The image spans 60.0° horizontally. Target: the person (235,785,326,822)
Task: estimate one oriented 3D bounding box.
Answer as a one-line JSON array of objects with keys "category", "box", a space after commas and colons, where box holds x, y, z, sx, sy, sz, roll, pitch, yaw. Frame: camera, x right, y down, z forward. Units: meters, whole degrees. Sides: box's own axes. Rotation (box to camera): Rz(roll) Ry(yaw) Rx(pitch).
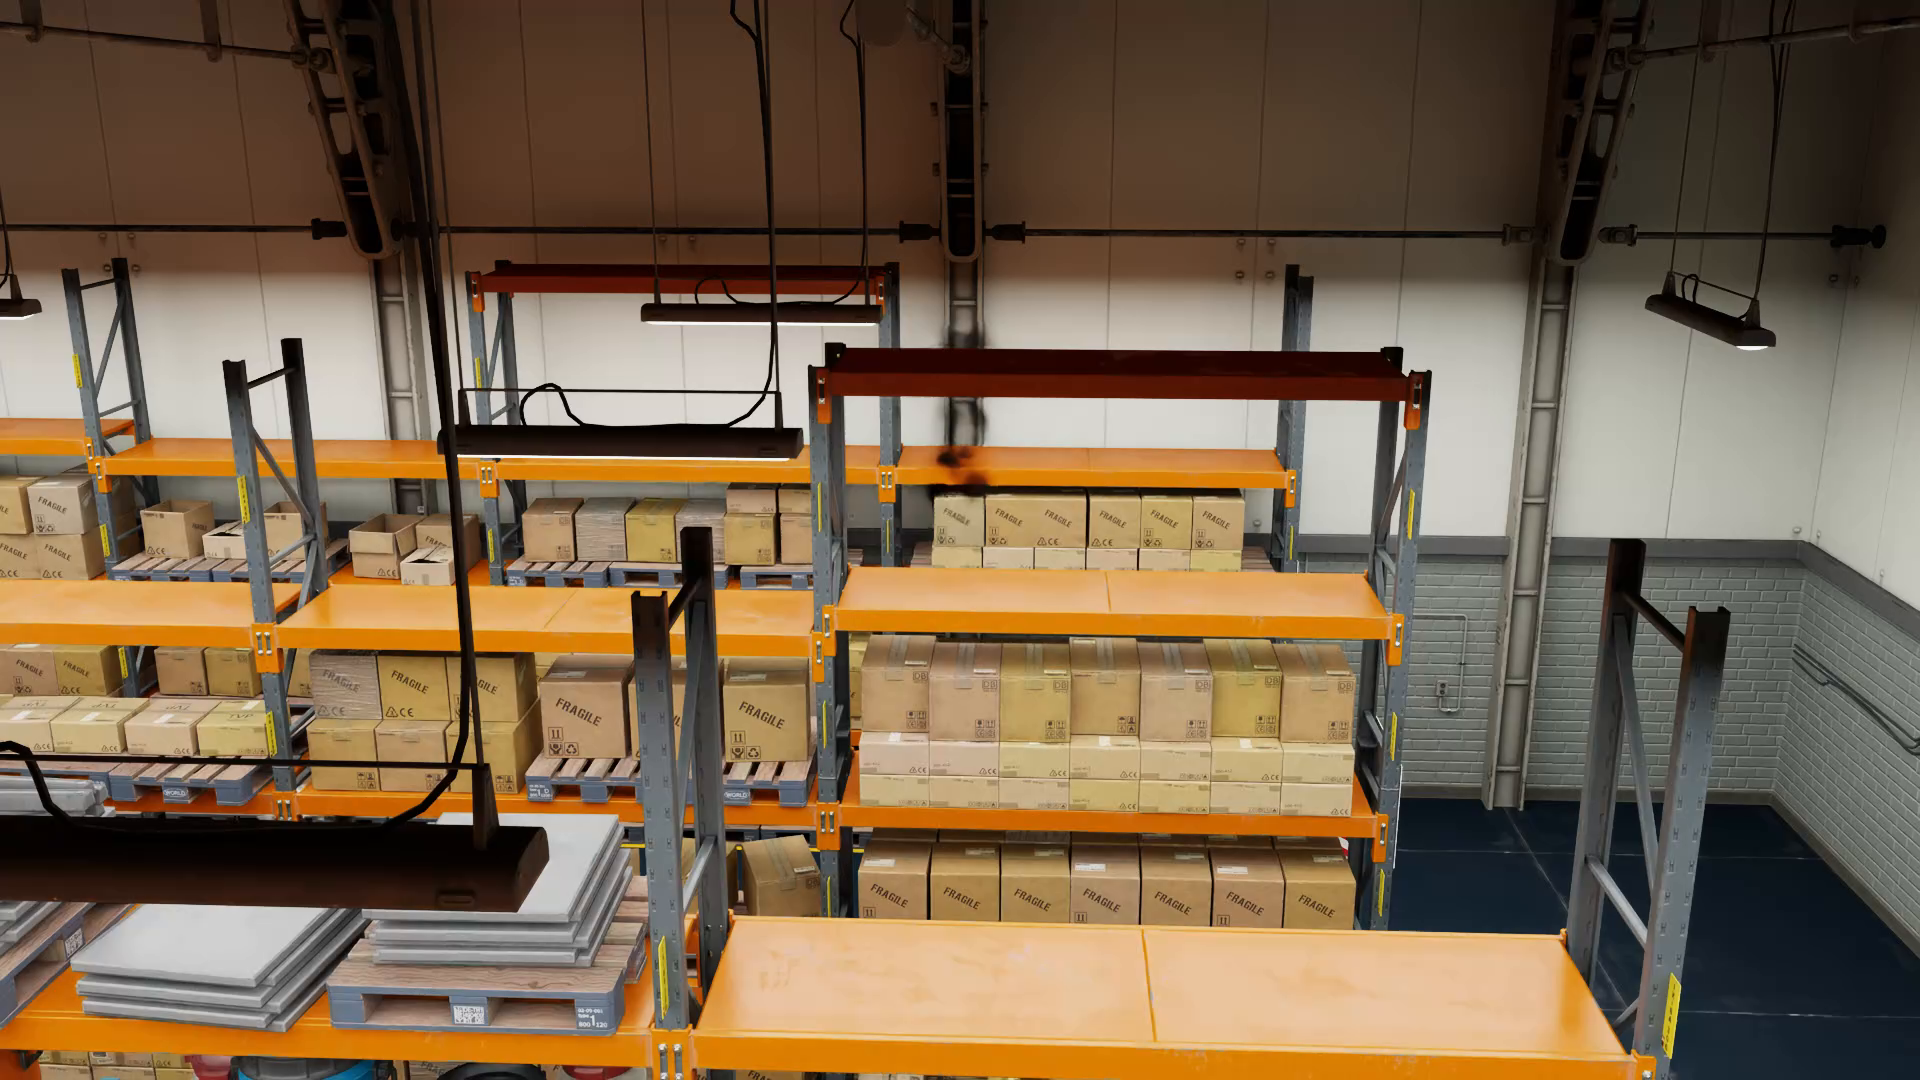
[{"category": "person", "box": [-6.146, 2.931, 15.384, 0.938, 1.741, 0.668, 0, 16, -2]}]
